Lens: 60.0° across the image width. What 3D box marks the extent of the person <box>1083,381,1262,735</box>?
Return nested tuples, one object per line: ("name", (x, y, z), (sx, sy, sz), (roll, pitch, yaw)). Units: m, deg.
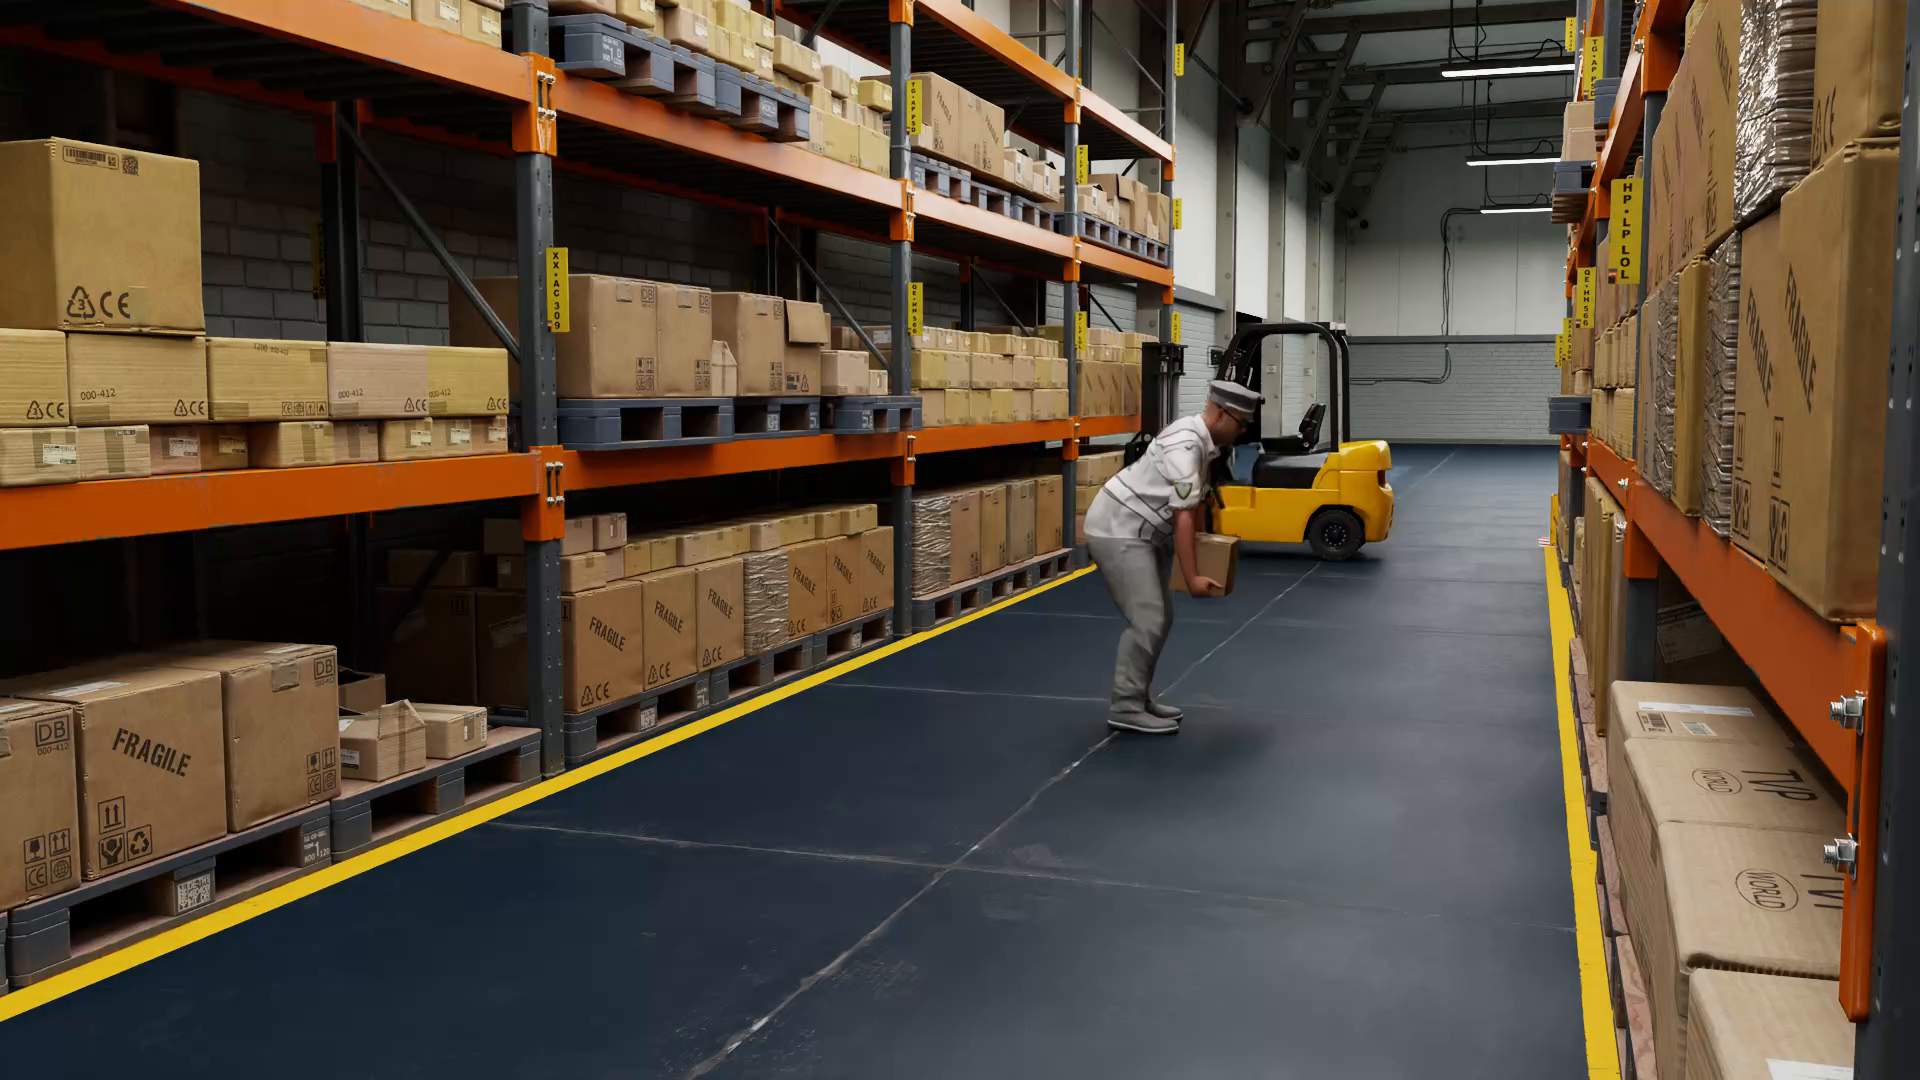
("person", (0.967, 0.072, 7.596), (0.793, 1.591, 0.467), (2, 5, 17))
